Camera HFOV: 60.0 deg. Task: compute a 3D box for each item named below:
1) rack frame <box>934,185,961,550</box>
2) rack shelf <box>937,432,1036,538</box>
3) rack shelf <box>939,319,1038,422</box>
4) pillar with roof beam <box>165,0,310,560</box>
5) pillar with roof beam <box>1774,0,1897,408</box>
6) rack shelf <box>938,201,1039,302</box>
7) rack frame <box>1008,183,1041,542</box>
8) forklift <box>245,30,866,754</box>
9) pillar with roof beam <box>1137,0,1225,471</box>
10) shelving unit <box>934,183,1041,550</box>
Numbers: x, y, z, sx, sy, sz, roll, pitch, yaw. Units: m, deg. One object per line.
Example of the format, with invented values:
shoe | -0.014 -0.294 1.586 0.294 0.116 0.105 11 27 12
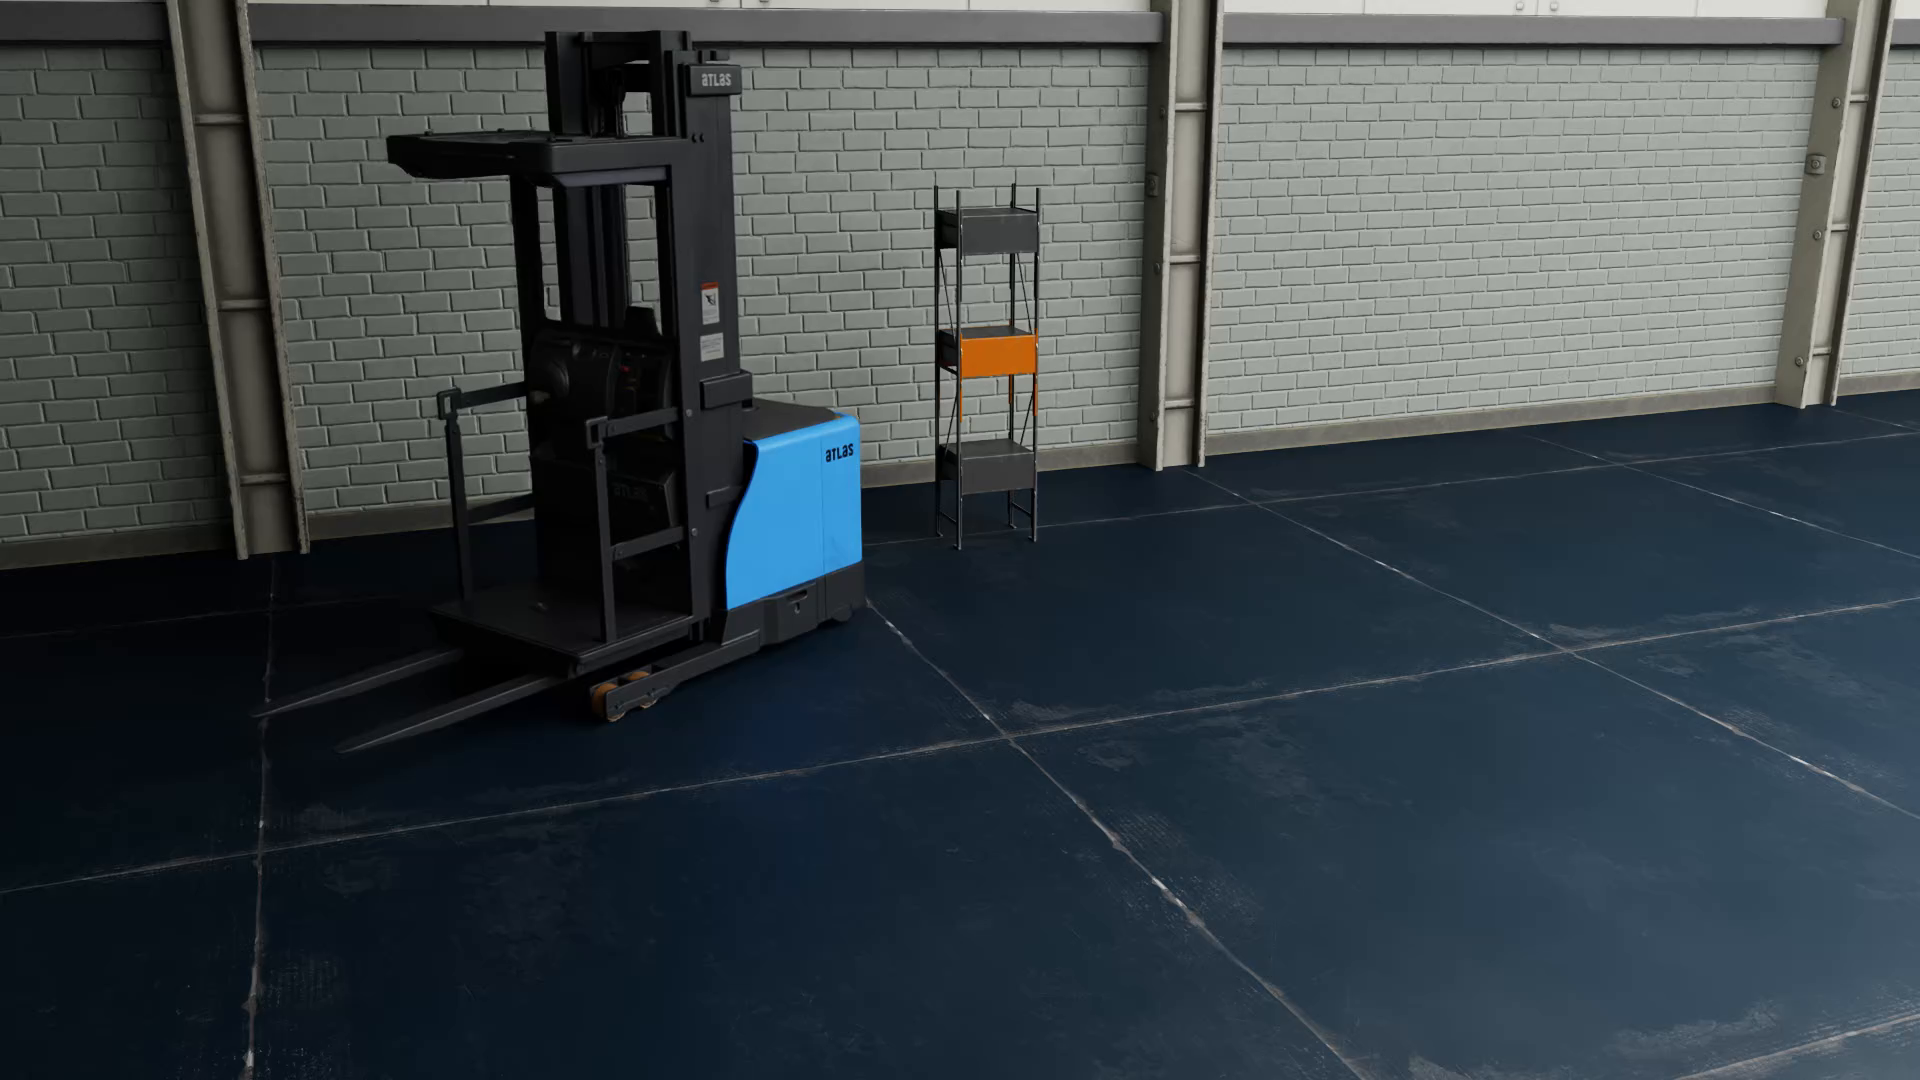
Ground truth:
rack frame | -0.073 -1.000 9.775 0.015 2.100 0.400 -6 17 -20
rack shelf | 0.155 -0.339 10.060 0.480 0.518 0.431 -6 17 -20
rack shelf | 0.155 -1.011 9.863 0.480 0.518 0.431 -6 17 -20
pillar with roof beam | -2.549 -3.130 4.784 0.400 9.000 9.100 -6 17 -20
pillar with roof beam | 8.657 -4.339 8.904 0.400 9.000 9.100 -6 17 -20
rack shelf | 0.155 -1.683 9.666 0.480 0.518 0.431 -6 17 -20
rack frame | 0.382 -1.049 9.943 0.015 2.100 0.400 -6 17 -20
forklift | -1.780 -0.759 7.482 1.130 2.935 3.031 12 20 35
pillar with roof beam | 3.054 -3.734 6.844 0.400 9.000 9.100 -6 17 -20
shelving unit | 0.155 -1.024 9.859 0.503 2.100 0.431 -6 17 -20
